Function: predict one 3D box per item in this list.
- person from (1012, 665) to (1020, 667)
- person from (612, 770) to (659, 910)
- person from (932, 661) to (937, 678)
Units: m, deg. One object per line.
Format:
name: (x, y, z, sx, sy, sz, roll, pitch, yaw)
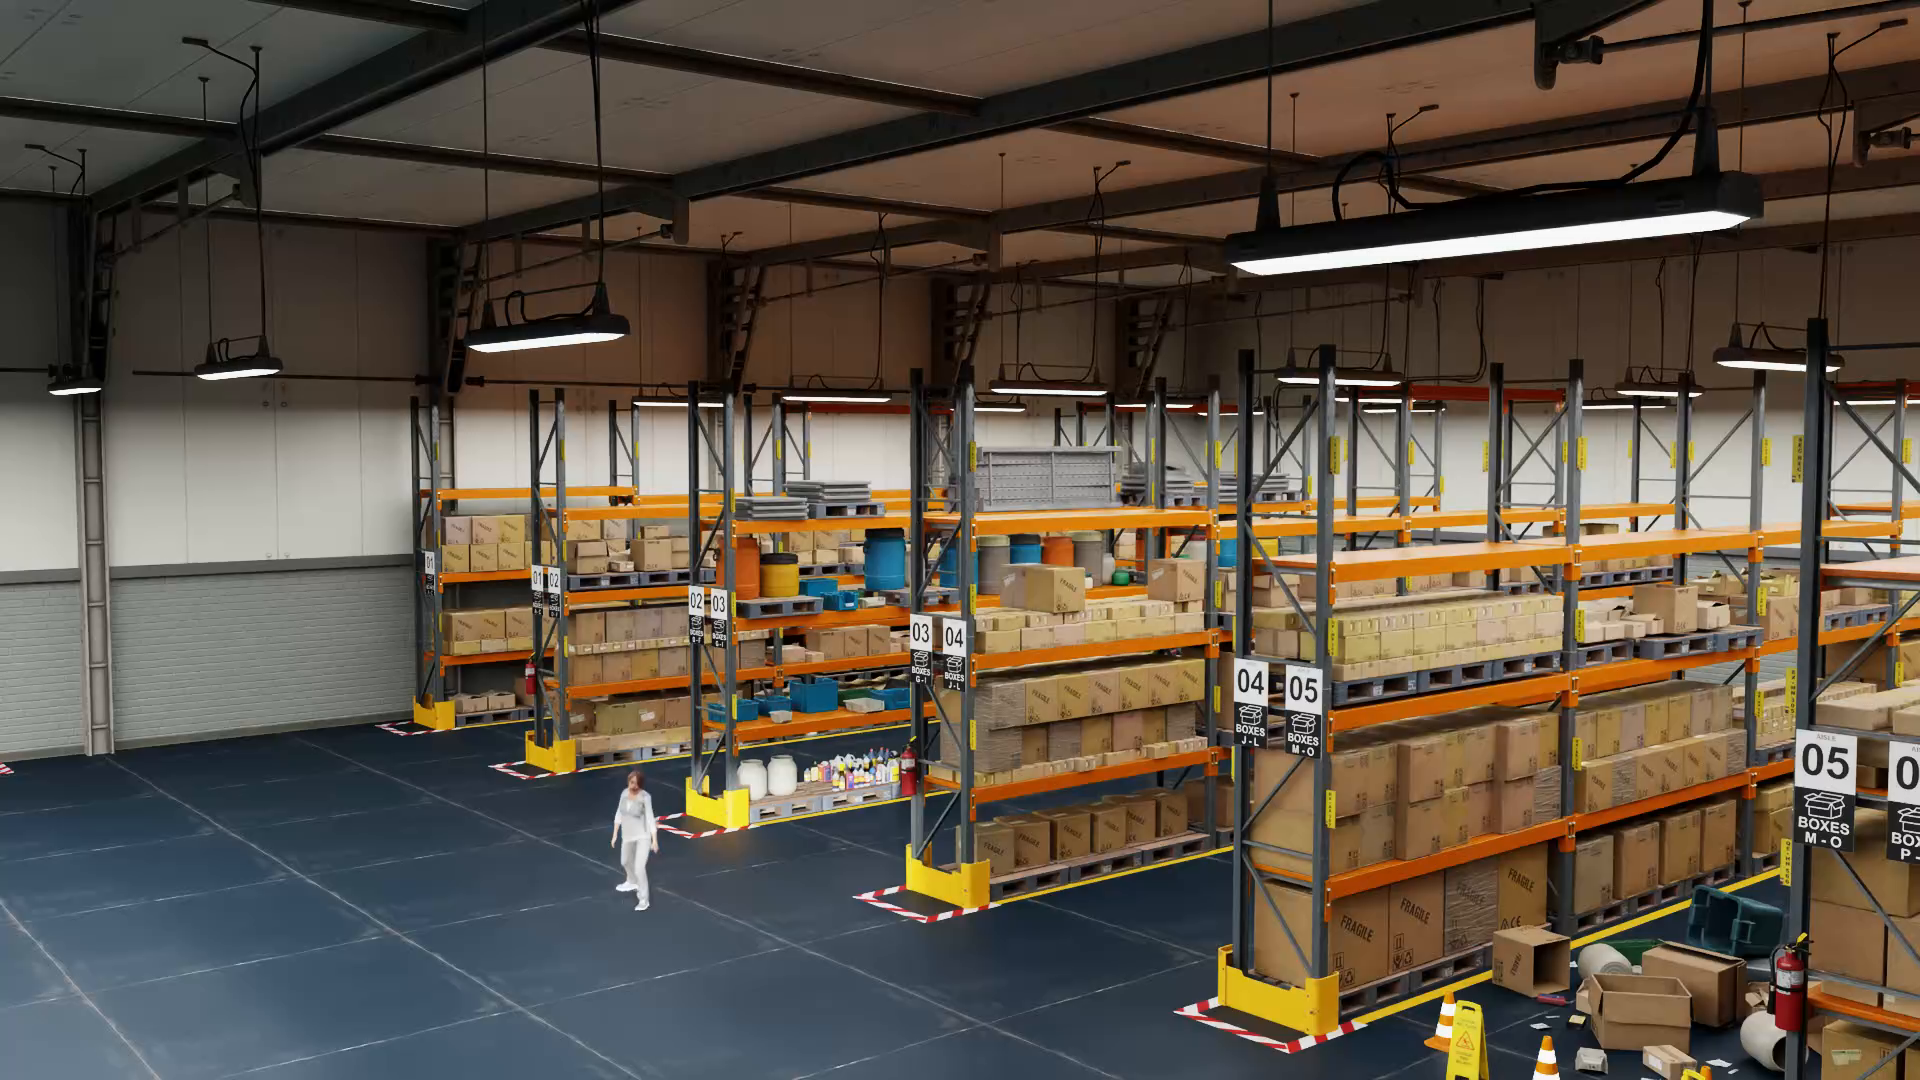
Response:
person: (0.931, 2.715, 28.366, 0.474, 1.607, 0.632, -1, 3, -14)
person: (-3.660, 3.299, 18.601, 0.705, 1.533, 0.660, 2, 4, 26)
person: (-0.614, 2.219, 35.323, 0.755, 1.735, 0.555, 2, 4, 32)
